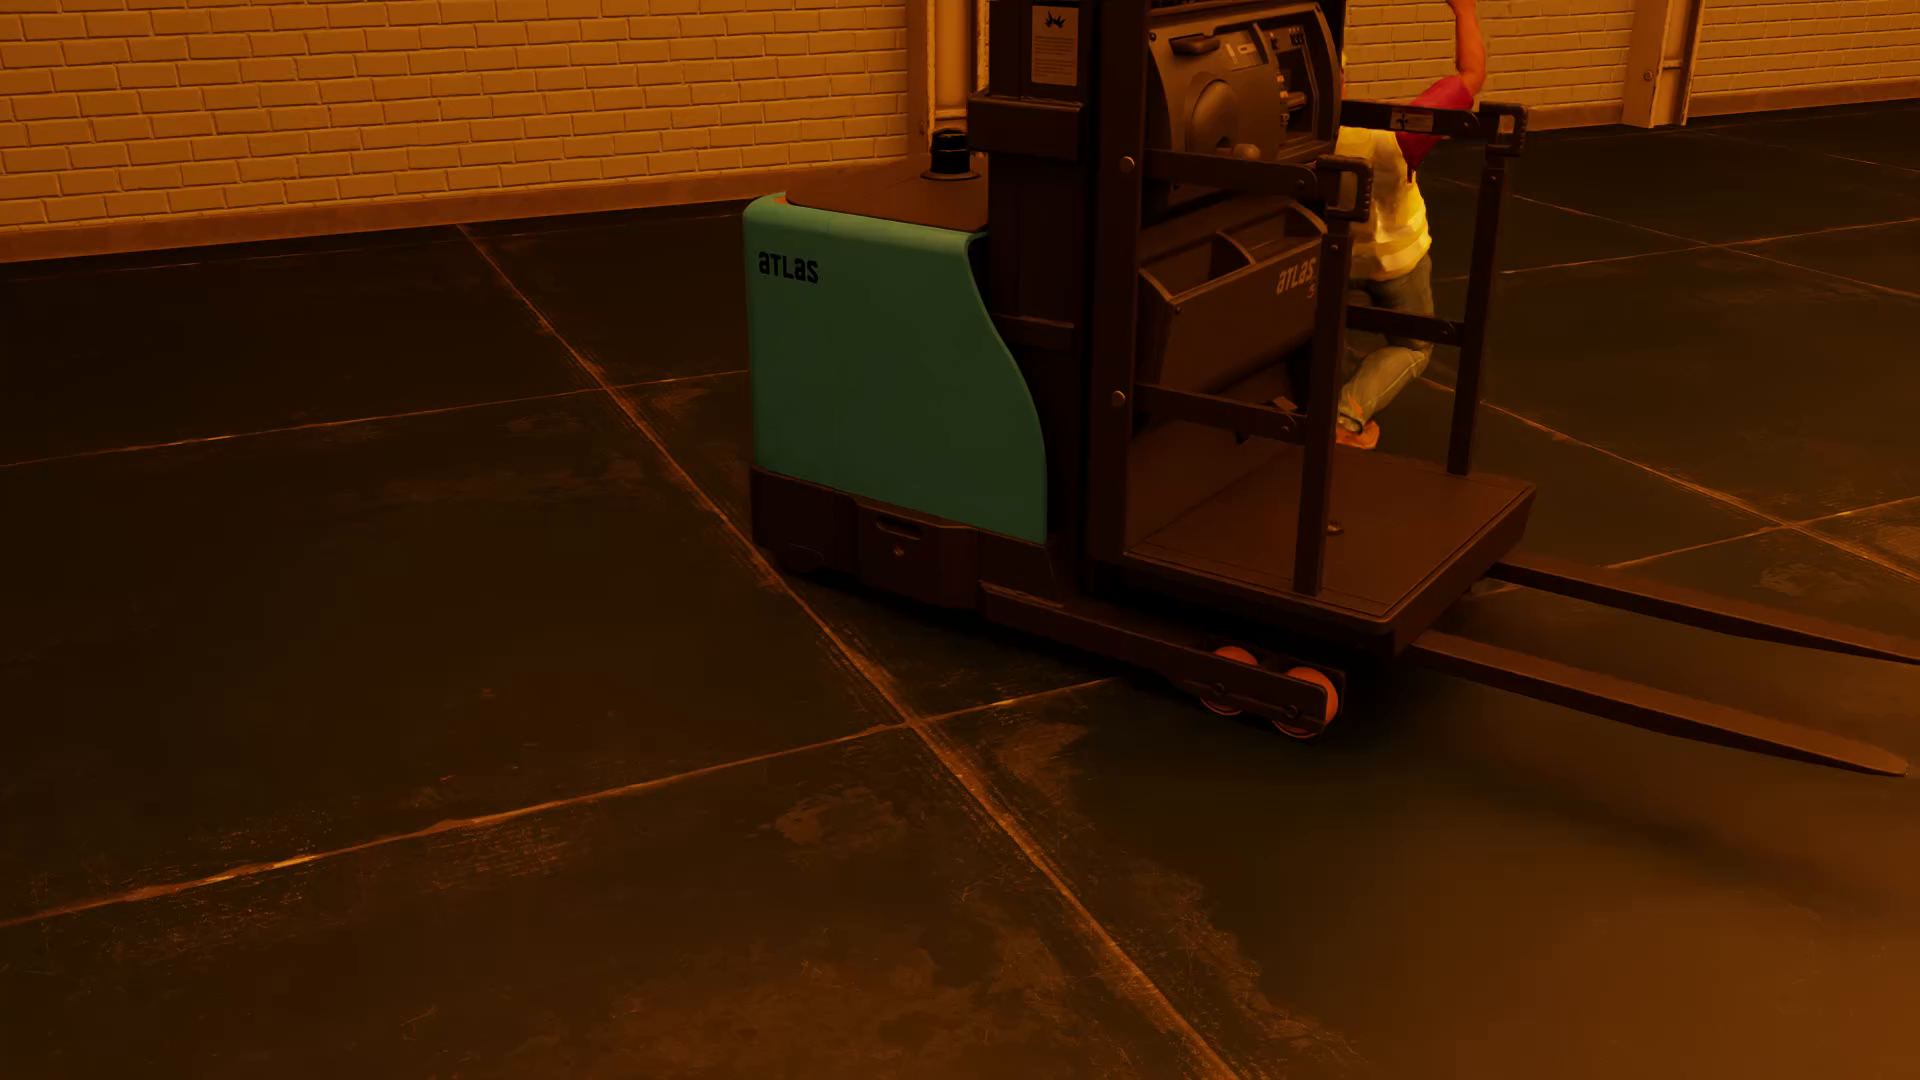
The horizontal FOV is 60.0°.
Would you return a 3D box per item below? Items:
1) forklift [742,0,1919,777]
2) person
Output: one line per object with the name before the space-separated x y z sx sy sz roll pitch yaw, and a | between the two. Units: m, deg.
forklift | 0.880 -1.112 3.963 3.031 2.935 1.130 15 27 33
person | 1.180 -1.109 5.653 1.084 1.665 0.807 14 26 30
